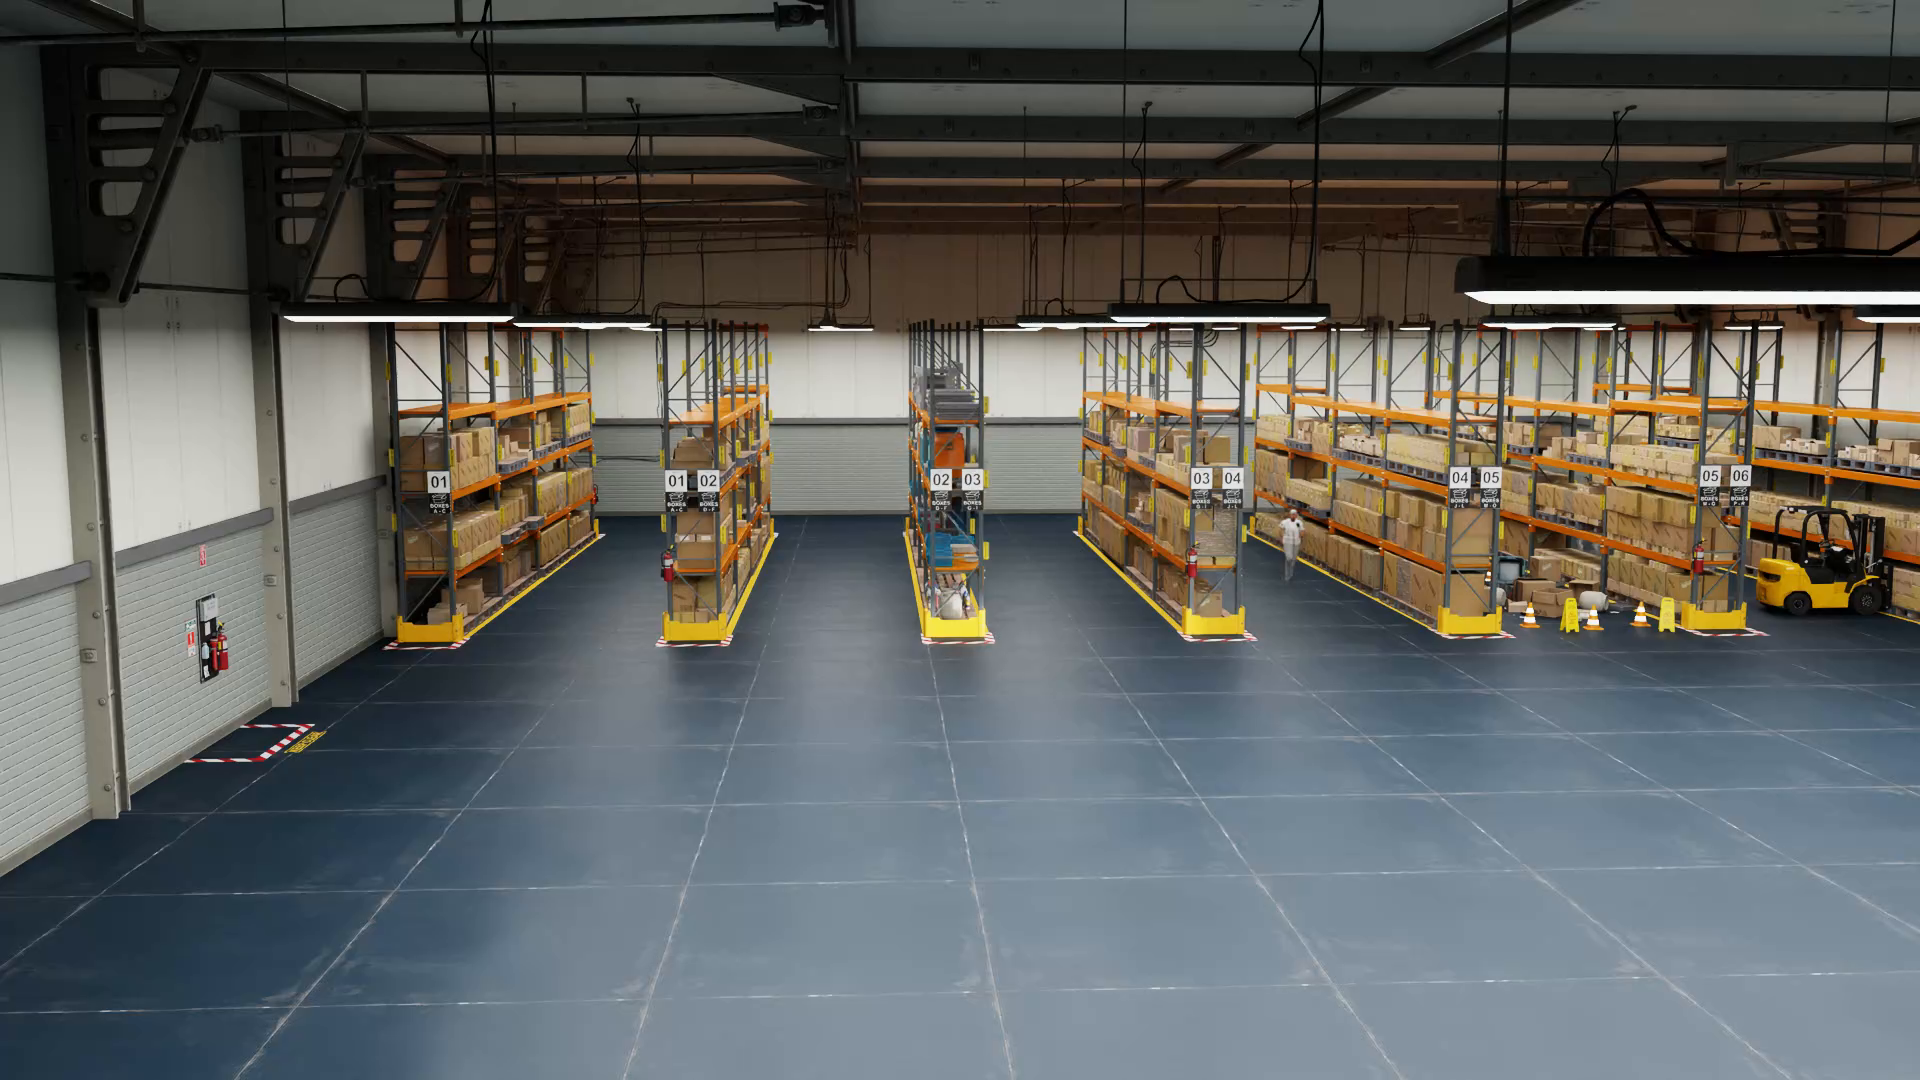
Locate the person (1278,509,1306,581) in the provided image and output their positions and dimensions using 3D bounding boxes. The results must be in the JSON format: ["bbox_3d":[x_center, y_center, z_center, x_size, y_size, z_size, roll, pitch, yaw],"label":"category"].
[{"bbox_3d":[7.767,0.129,38.825,0.577,1.716,0.721,-1,7,-6],"label":"person"}]

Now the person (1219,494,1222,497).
[{"bbox_3d":[7.790,-1.067,48.470,0.620,1.663,0.667,-7,10,-44],"label":"person"}]

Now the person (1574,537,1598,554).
[{"bbox_3d":[16.282,-0.475,43.238,0.642,1.707,0.968,-2,7,-14],"label":"person"}]
